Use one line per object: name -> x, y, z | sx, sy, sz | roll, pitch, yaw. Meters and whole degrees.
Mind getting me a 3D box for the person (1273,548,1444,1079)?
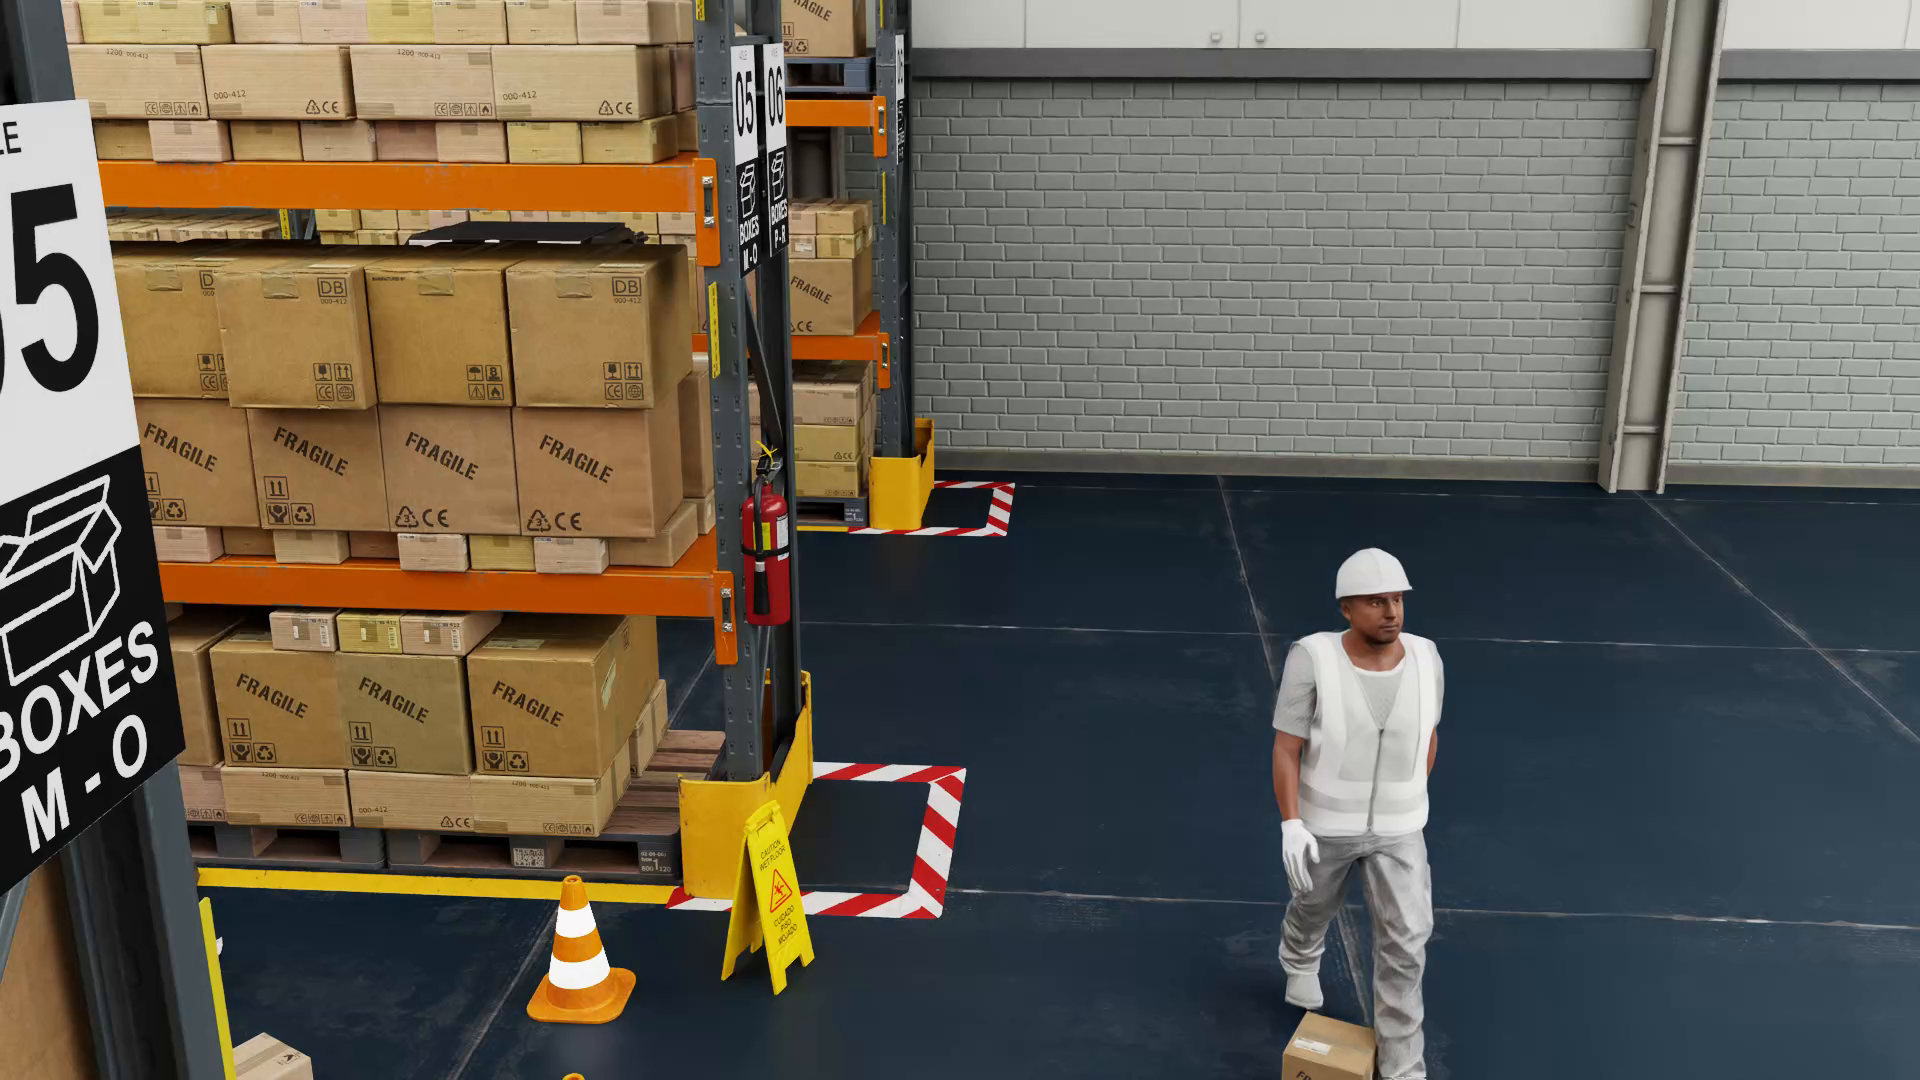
person -> 1.238, 0.887, 5.164 | 0.553, 1.733, 1.048 | 0, 17, 0
